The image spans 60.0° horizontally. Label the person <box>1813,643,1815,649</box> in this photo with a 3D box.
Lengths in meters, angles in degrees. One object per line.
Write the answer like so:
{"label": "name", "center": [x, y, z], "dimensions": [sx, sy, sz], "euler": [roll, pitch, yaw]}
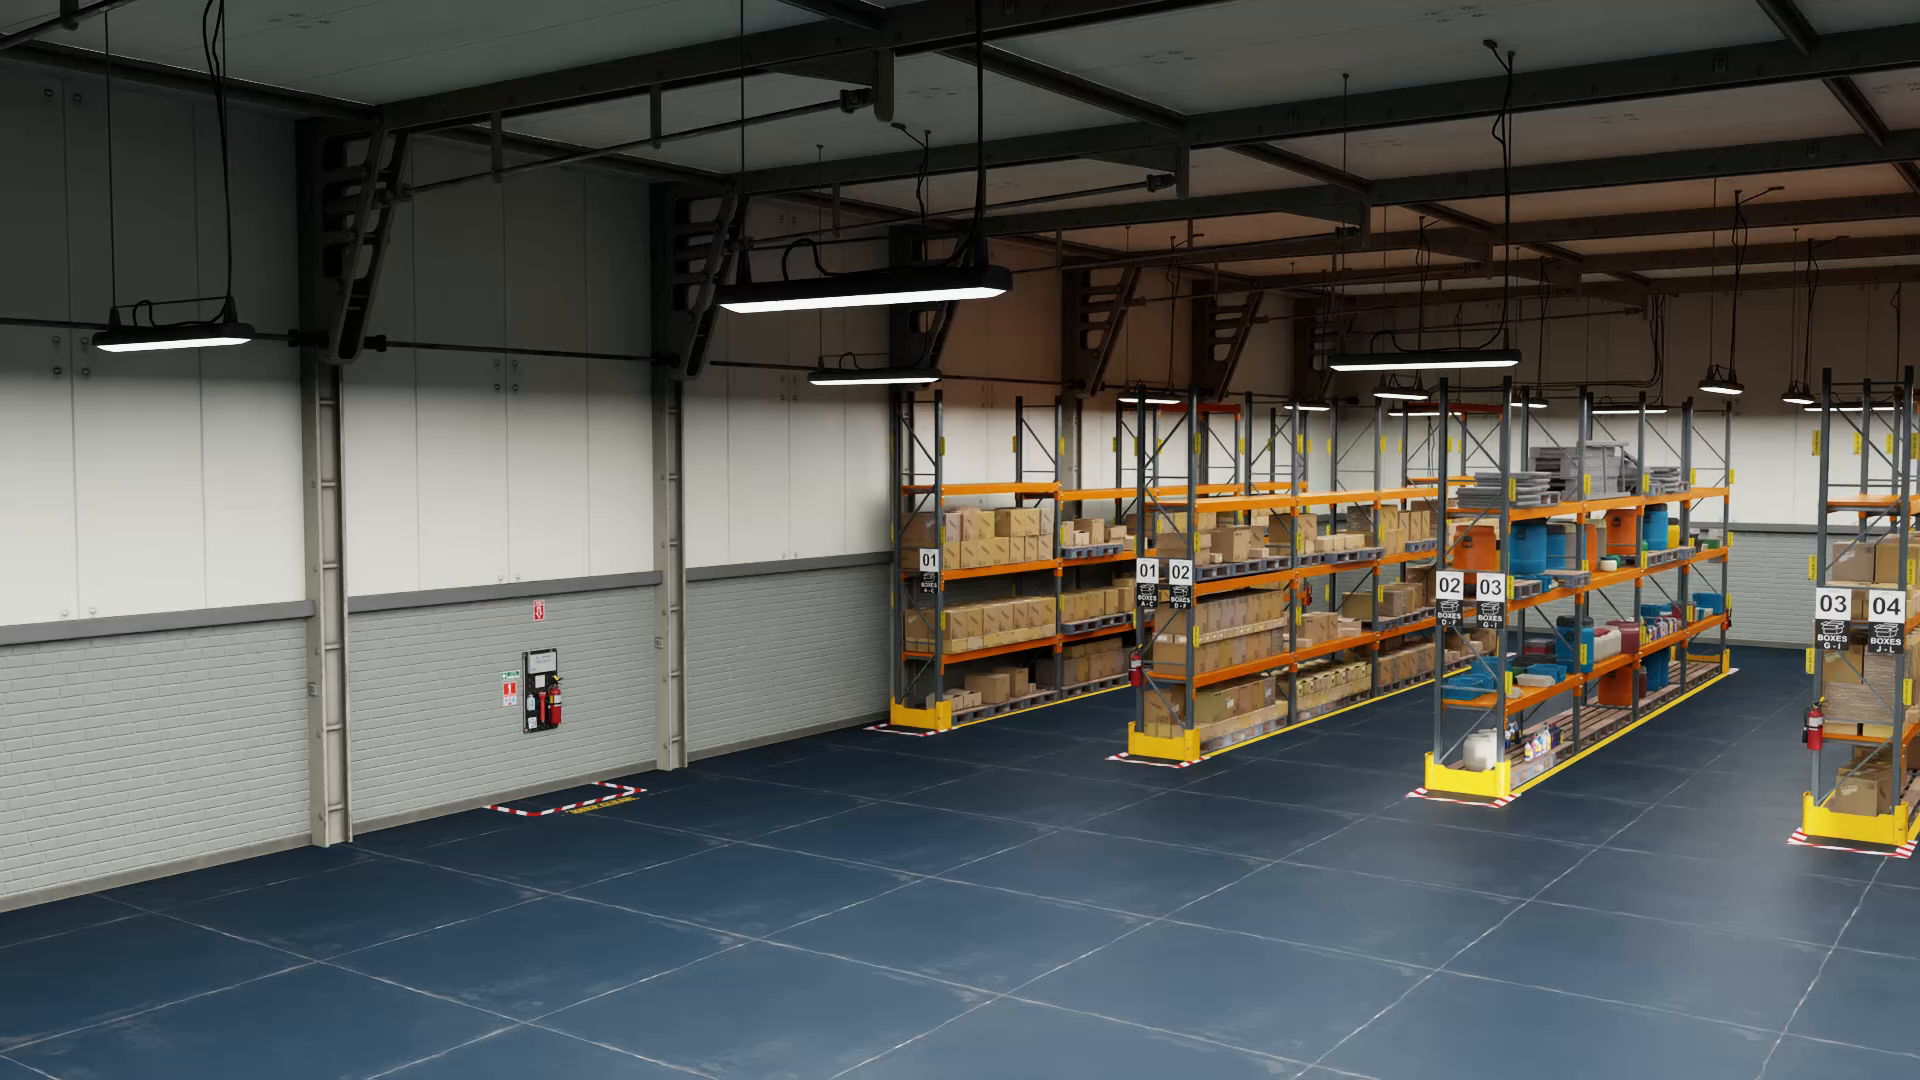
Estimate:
{"label": "person", "center": [16.684, 2.373, 32.016], "dimensions": [0.493, 1.669, 0.516], "euler": [2, 4, 36]}
